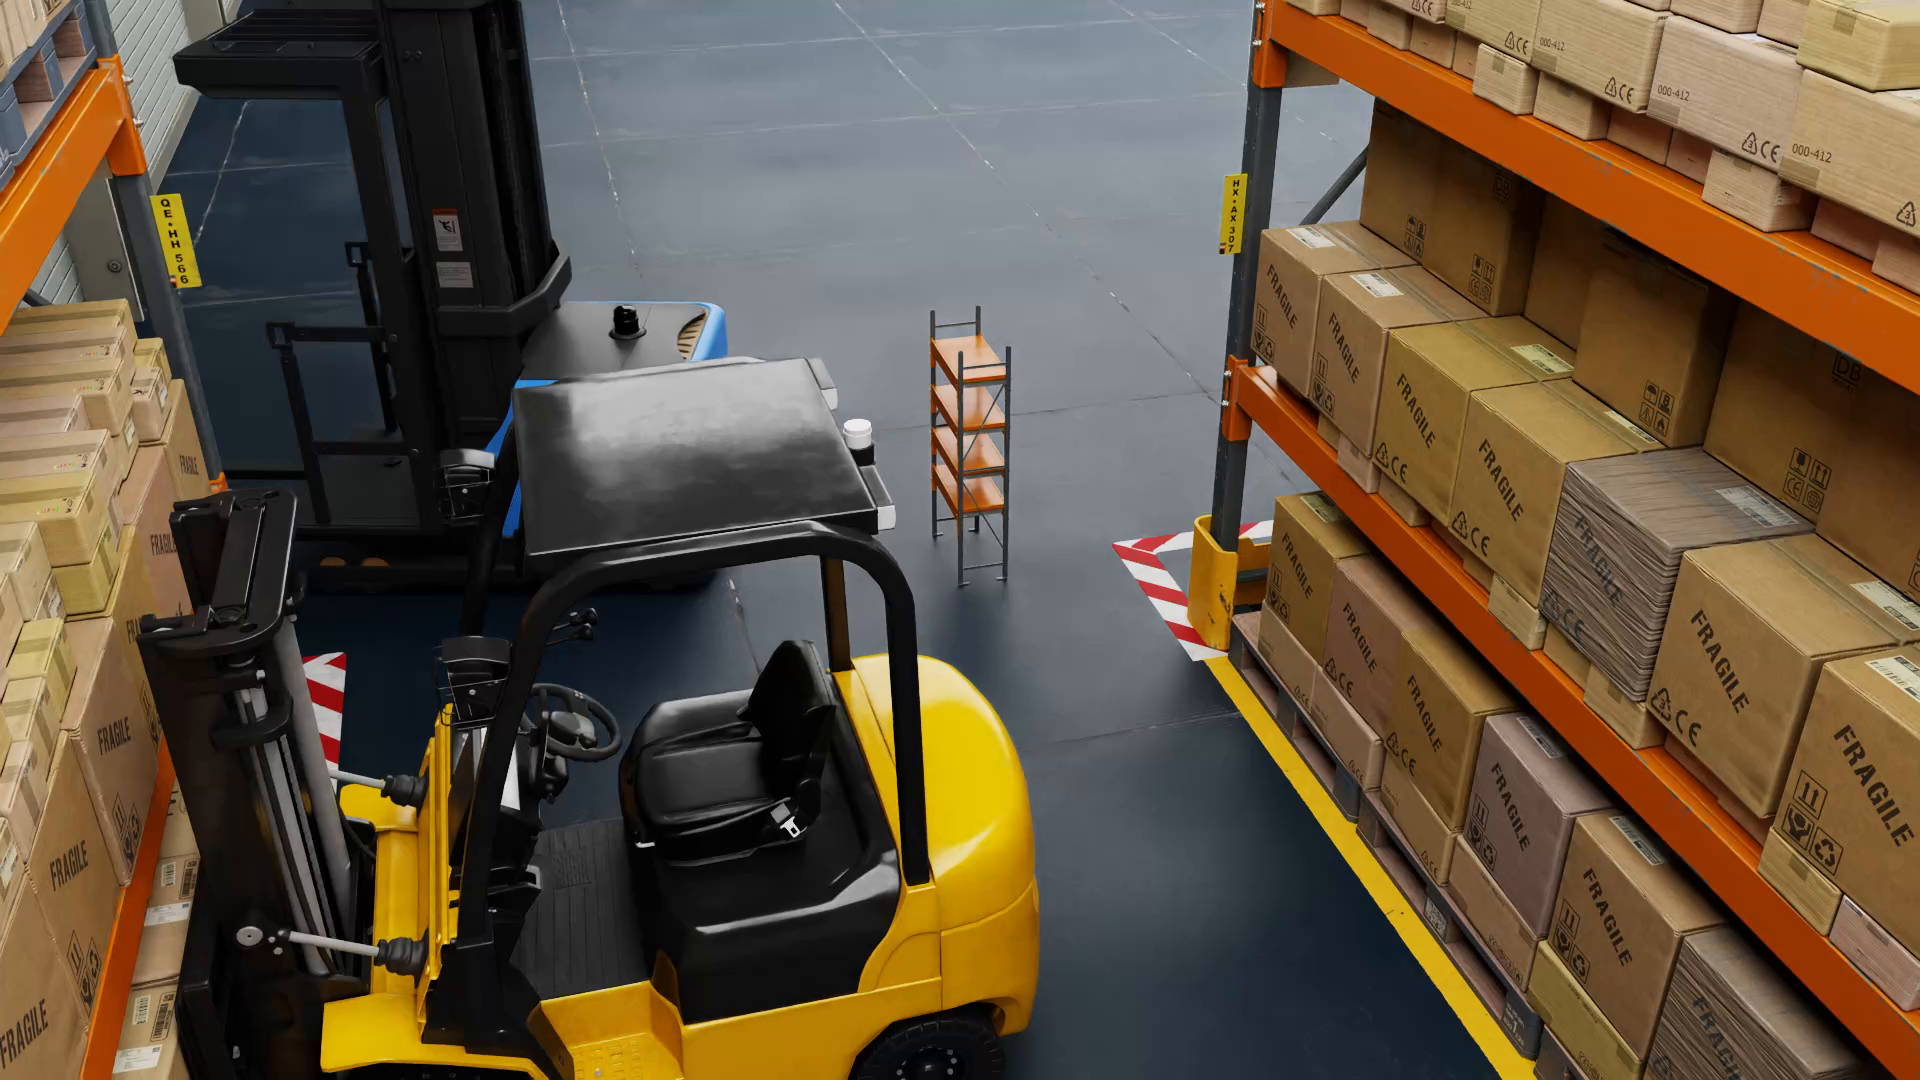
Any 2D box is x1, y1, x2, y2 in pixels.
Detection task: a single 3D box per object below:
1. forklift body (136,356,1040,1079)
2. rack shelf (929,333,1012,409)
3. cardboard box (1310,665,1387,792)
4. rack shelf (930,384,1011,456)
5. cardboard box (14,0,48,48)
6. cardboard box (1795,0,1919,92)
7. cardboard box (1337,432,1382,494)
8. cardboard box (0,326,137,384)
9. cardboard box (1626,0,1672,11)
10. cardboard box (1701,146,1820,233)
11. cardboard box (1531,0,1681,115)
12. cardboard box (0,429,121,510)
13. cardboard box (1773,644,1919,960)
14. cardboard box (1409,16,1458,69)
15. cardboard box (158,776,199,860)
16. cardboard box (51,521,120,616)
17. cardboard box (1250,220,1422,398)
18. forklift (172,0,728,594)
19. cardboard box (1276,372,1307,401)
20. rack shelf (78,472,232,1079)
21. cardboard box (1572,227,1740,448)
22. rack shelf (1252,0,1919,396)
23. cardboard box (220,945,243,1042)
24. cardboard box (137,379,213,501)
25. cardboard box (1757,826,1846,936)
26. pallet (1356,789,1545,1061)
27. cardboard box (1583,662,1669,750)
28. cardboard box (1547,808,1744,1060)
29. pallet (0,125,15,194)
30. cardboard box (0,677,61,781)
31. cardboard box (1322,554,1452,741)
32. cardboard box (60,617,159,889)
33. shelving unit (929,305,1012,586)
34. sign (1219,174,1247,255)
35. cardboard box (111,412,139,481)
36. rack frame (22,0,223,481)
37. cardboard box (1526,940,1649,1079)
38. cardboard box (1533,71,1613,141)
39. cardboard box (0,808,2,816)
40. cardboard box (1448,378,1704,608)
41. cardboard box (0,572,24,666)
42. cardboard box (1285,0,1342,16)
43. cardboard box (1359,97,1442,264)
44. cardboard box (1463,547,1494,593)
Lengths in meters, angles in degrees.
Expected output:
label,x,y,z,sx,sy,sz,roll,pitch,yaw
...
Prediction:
label,x,y,z,sx,sy,sz,roll,pitch,yaw
forklift body,-0.906,0.706,4.883,2.313,2.155,1.214,-8,31,-13
rack shelf,0.044,-0.779,7.614,0.258,0.148,0.480,-8,31,-13
cardboard box,1.692,0.686,6.397,0.500,0.250,0.500,-7,31,-11
rack shelf,0.044,-0.575,7.733,0.258,0.148,0.480,-8,31,-13
cardboard box,-2.656,-1.389,4.394,0.380,0.149,0.250,-9,31,-15
cardboard box,2.062,-1.084,3.589,0.380,0.149,0.250,-7,31,-12
cardboard box,1.603,-0.309,6.039,0.380,0.149,0.250,-7,31,-13
cardboard box,-2.775,-0.527,5.123,0.380,0.149,0.250,-8,31,-13
cardboard box,1.880,-1.459,4.237,0.380,0.149,0.250,-7,31,-13
cardboard box,2.040,-0.865,4.006,0.380,0.149,0.250,-7,31,-12
cardboard box,1.895,-1.339,4.428,0.500,0.250,0.500,-7,31,-12
cardboard box,-2.509,-0.163,4.494,0.380,0.149,0.250,-7,31,-12
cardboard box,2.320,0.582,3.854,0.500,0.500,0.500,-9,31,-15
cardboard box,1.674,-1.619,5.309,0.380,0.149,0.250,-8,31,-14
cardboard box,-2.461,0.910,5.011,0.500,0.250,0.500,-7,31,-13
cardboard box,-2.442,0.088,4.357,0.380,0.149,0.250,-8,31,-13
cardboard box,1.474,-0.903,6.419,0.500,0.500,0.500,-8,31,-14
forklift,-2.655,-1.282,7.539,3.031,2.935,1.130,1,30,1
cardboard box,1.507,-0.696,6.709,0.380,0.149,0.250,-8,31,-13
rack shelf,-2.638,0.943,4.345,1.077,0.370,4.000,-8,31,-13
cardboard box,2.322,-0.646,4.977,0.700,0.500,0.500,-8,31,-14
rack shelf,2.147,-1.017,4.737,1.077,0.370,4.000,-8,31,-13
cardboard box,-2.329,1.383,4.693,0.500,0.250,0.500,-8,31,-13
cardboard box,-2.785,-0.175,5.459,0.500,0.500,0.500,-9,31,-14
cardboard box,2.226,0.810,4.107,0.380,0.149,0.250,-7,31,-12
pallet,2.138,1.232,5.910,1.003,0.211,1.213,-8,31,-13
cardboard box,2.026,0.439,4.748,0.380,0.149,0.250,-8,31,-14
cardboard box,2.125,1.124,4.891,0.500,0.500,0.500,-7,31,-12
pallet,-2.679,-0.659,3.489,1.003,0.211,1.213,-8,31,-13
cardboard box,-2.250,0.462,3.710,0.380,0.149,0.250,-9,31,-15
cardboard box,1.713,0.377,6.181,0.500,0.500,0.500,-9,31,-15
cardboard box,-2.376,0.565,4.179,0.500,0.500,0.500,-8,31,-13
shelving unit,0.044,-0.439,7.811,0.258,1.200,0.503,-8,31,-13
sign,1.093,-1.299,6.636,0.100,0.325,0.005,-8,31,-13
cardboard box,-2.700,-0.276,4.984,0.380,0.149,0.250,-7,31,-12
rack frame,-3.169,-0.335,5.834,1.000,3.000,0.127,-8,31,-13
cardboard box,2.111,1.438,5.097,0.500,0.250,0.500,-9,31,-15
cardboard box,1.847,-1.237,4.649,0.380,0.149,0.250,-9,31,-15
cardboard box,-2.108,0.577,3.215,0.380,0.149,0.250,-7,31,-12
cardboard box,1.894,-0.163,5.140,0.500,0.500,0.500,-8,31,-14
cardboard box,-2.407,0.221,3.829,0.380,0.149,0.250,-8,31,-13
cardboard box,1.391,-1.983,5.937,0.380,0.149,0.250,-8,31,-13
cardboard box,1.962,-1.384,6.251,0.700,0.500,0.500,-9,31,-14
cardboard box,1.873,0.063,5.398,0.380,0.149,0.250,-9,31,-15
